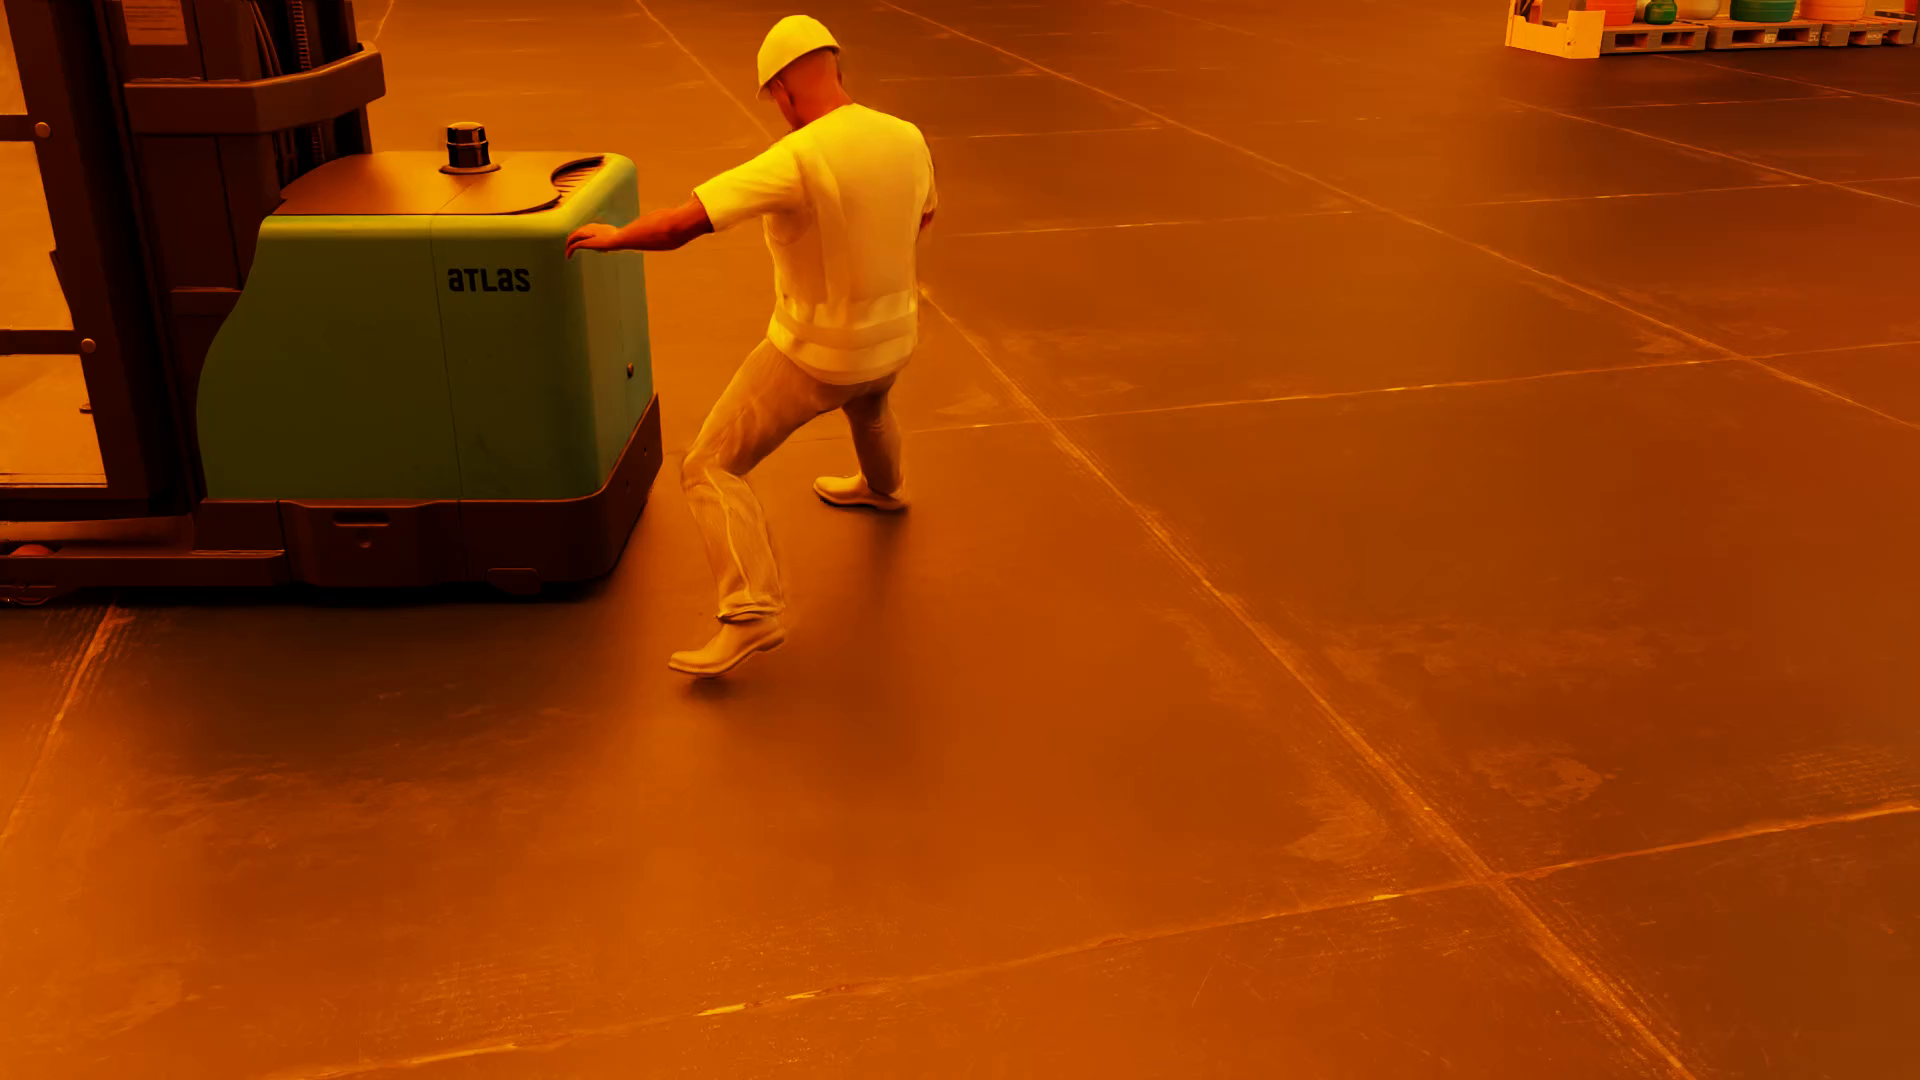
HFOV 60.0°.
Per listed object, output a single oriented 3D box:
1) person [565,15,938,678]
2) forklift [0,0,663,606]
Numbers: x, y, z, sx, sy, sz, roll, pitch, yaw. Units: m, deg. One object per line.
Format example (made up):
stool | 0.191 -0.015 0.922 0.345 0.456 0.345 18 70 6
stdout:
person | -0.487 -0.601 4.474 0.831 1.555 1.310 19 30 37
forklift | -2.493 -1.373 4.536 3.031 2.935 1.130 0 23 0
